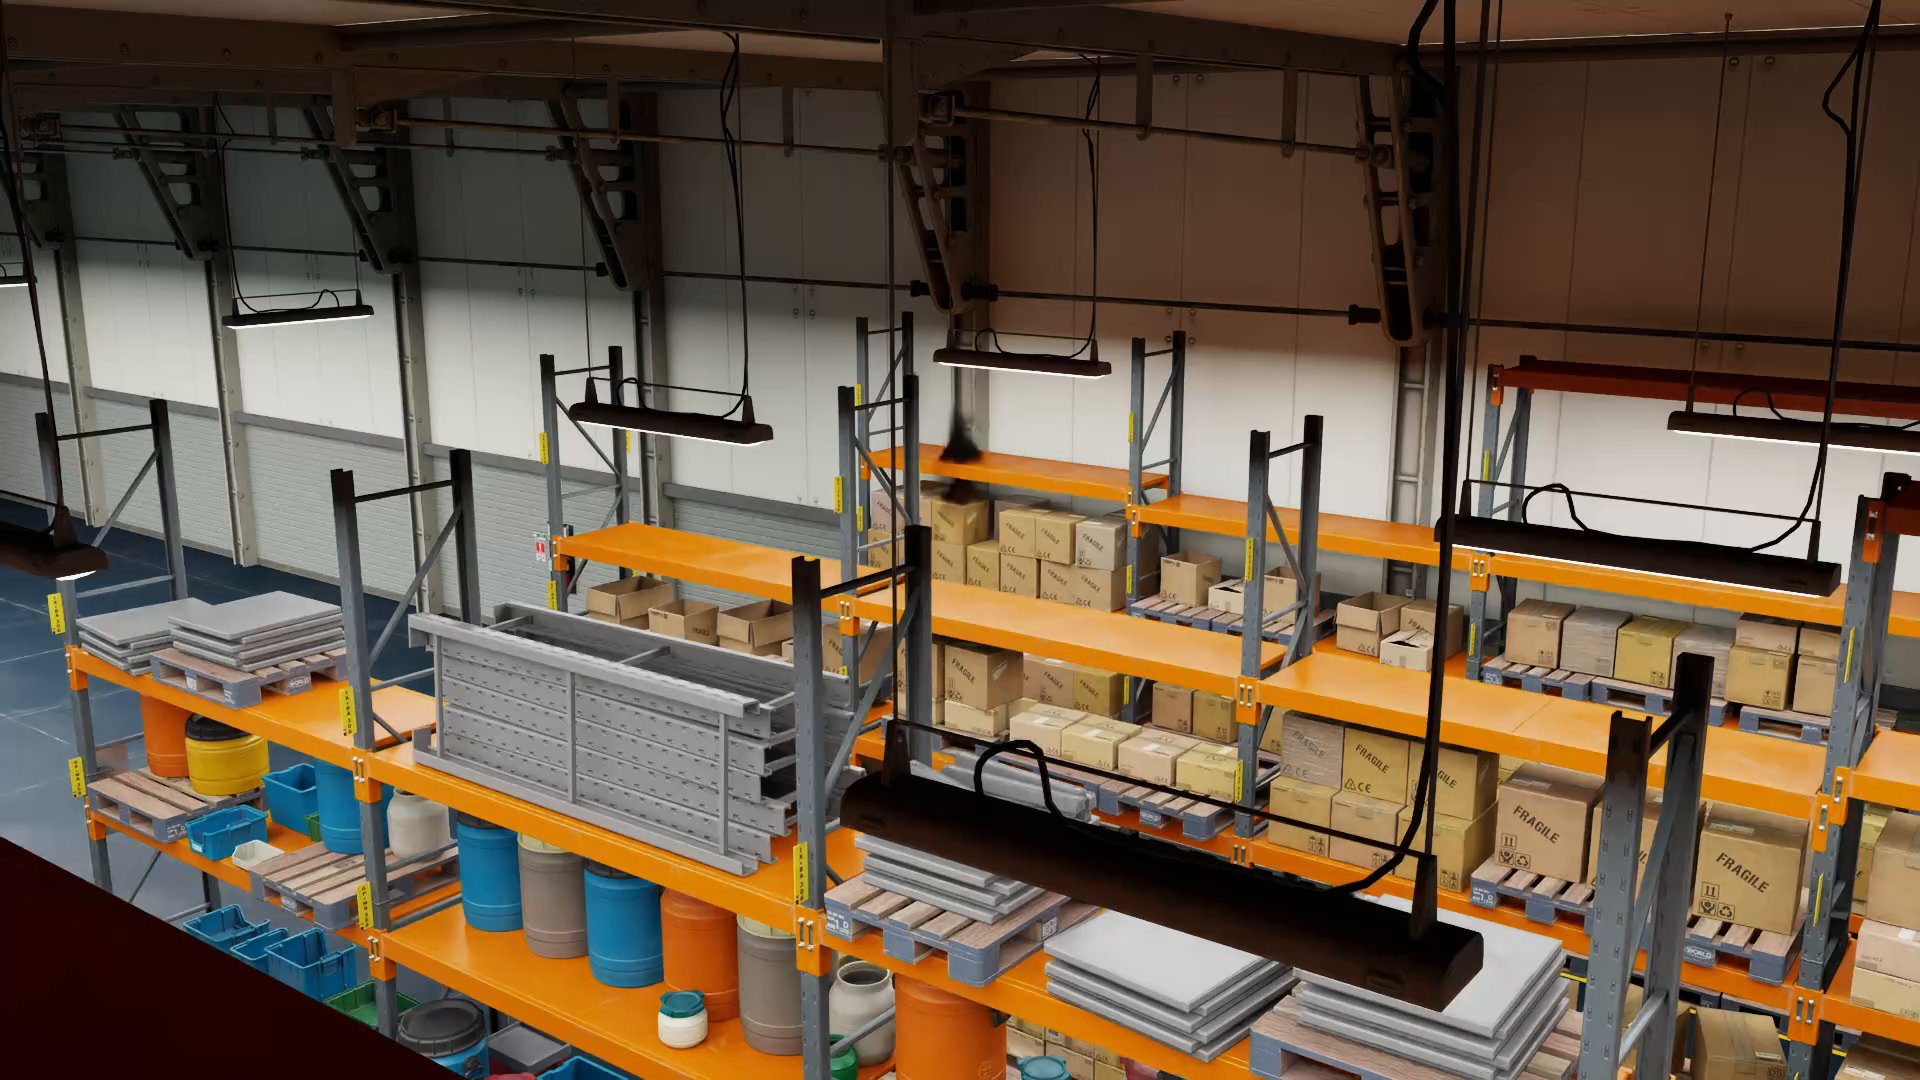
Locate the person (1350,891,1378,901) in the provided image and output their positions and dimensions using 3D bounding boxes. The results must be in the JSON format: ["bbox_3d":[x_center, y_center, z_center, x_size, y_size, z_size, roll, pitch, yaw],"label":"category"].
[{"bbox_3d":[3.967,3.507,16.307,0.992,1.756,0.696,5,14,22],"label":"person"}]
